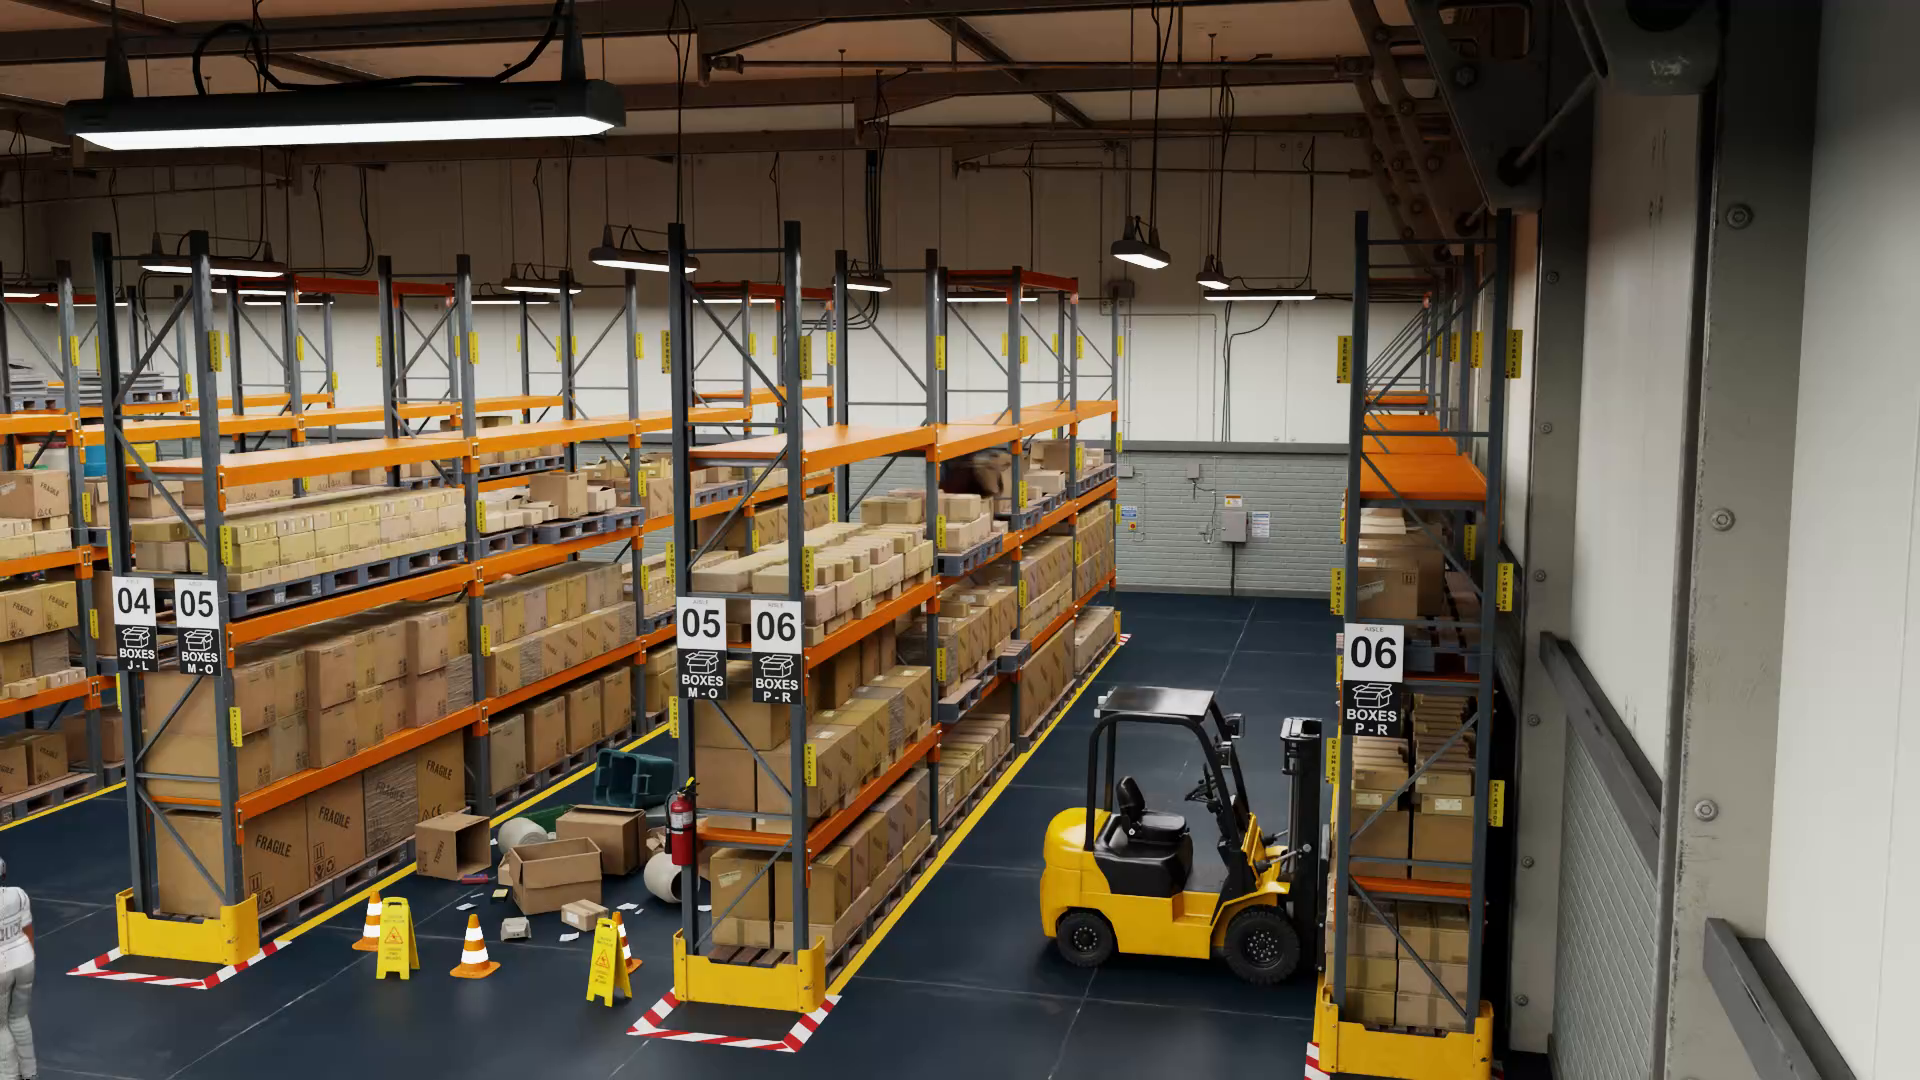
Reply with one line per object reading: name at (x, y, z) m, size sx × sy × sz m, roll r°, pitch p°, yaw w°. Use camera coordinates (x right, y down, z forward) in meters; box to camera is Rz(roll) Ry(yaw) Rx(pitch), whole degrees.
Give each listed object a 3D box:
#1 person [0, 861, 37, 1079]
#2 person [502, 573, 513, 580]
person at (-6.552, 2.980, 11.355) m, size 0.414 × 1.699 × 0.652 m, roll 1°, pitch 7°, yaw 5°
person at (-6.573, 1.357, 24.395) m, size 0.396 × 1.745 × 0.568 m, roll 3°, pitch 8°, yaw 22°
